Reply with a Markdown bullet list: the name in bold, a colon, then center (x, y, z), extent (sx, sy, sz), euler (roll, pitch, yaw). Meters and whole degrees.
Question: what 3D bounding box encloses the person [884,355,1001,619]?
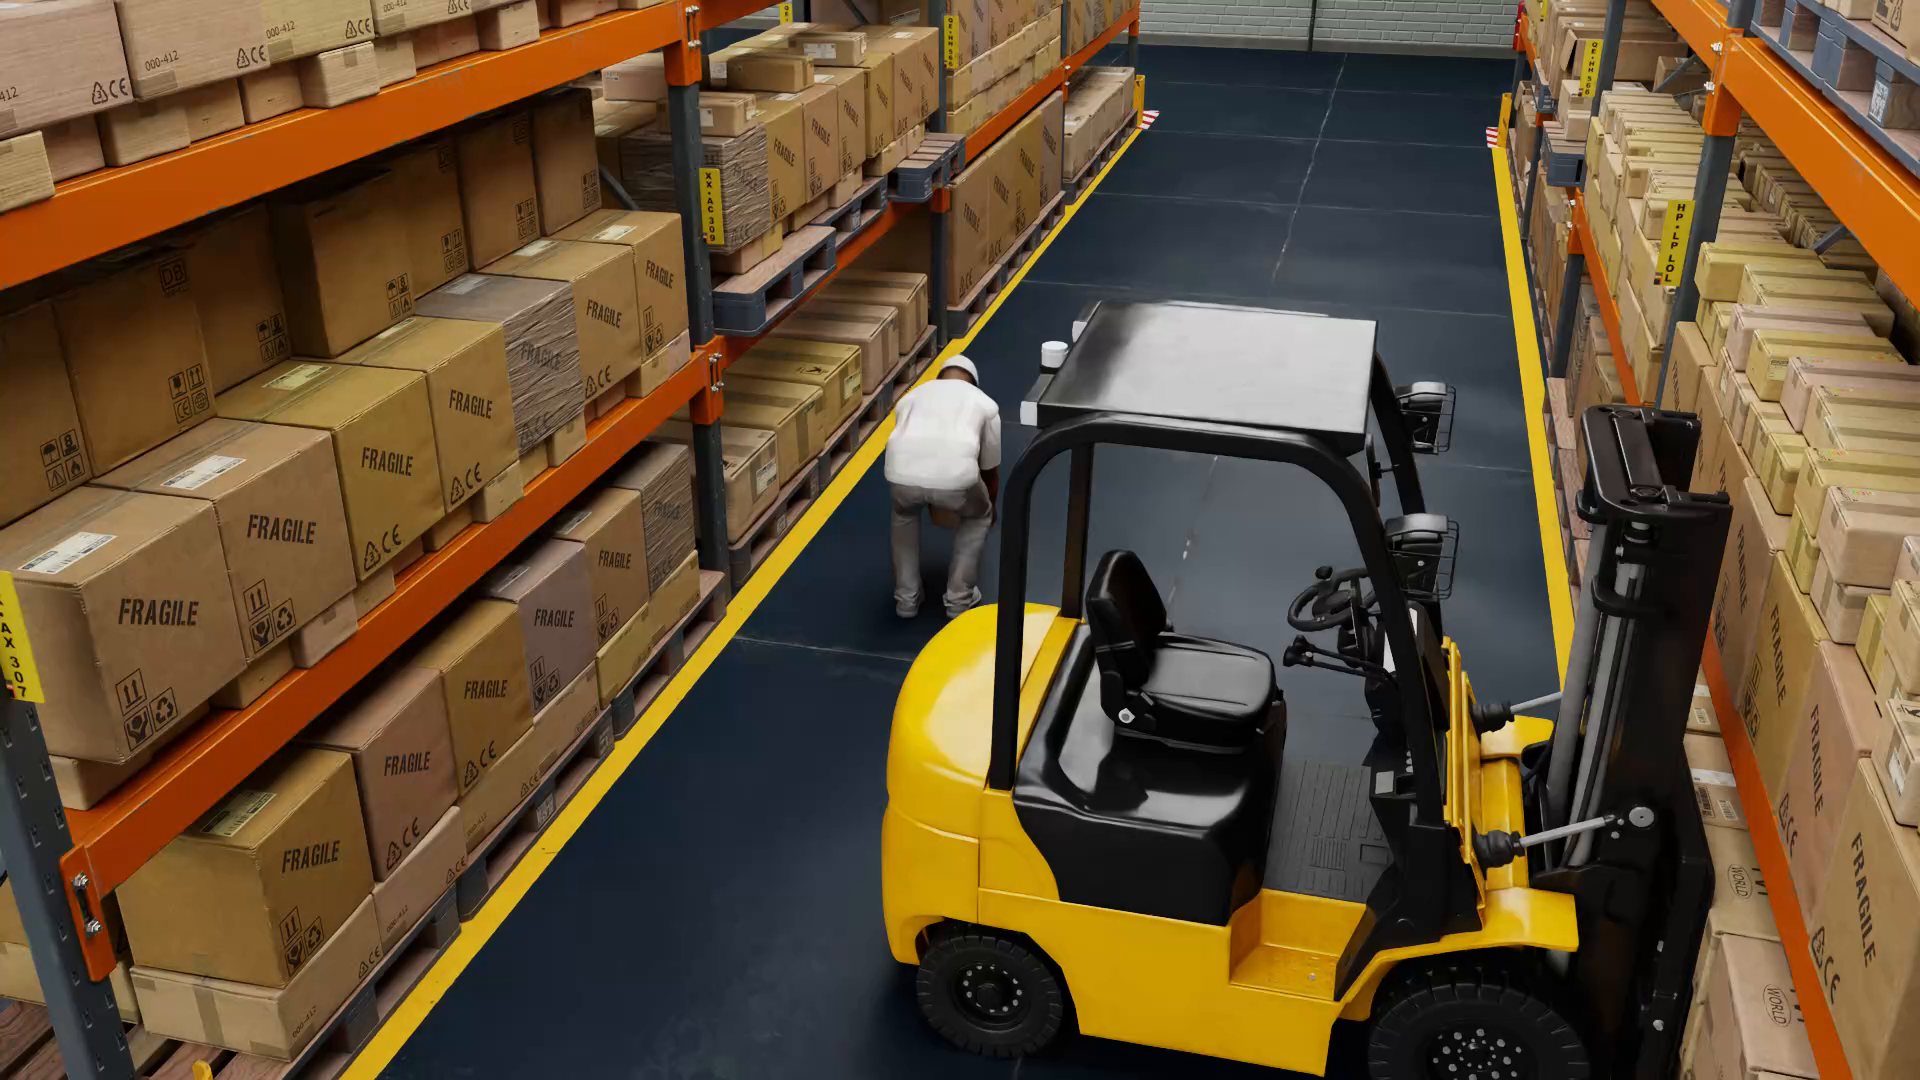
- **person**: center (-0.081, -0.239, 7.890), extent (0.508, 1.084, 0.966), euler (5, 26, 10)
